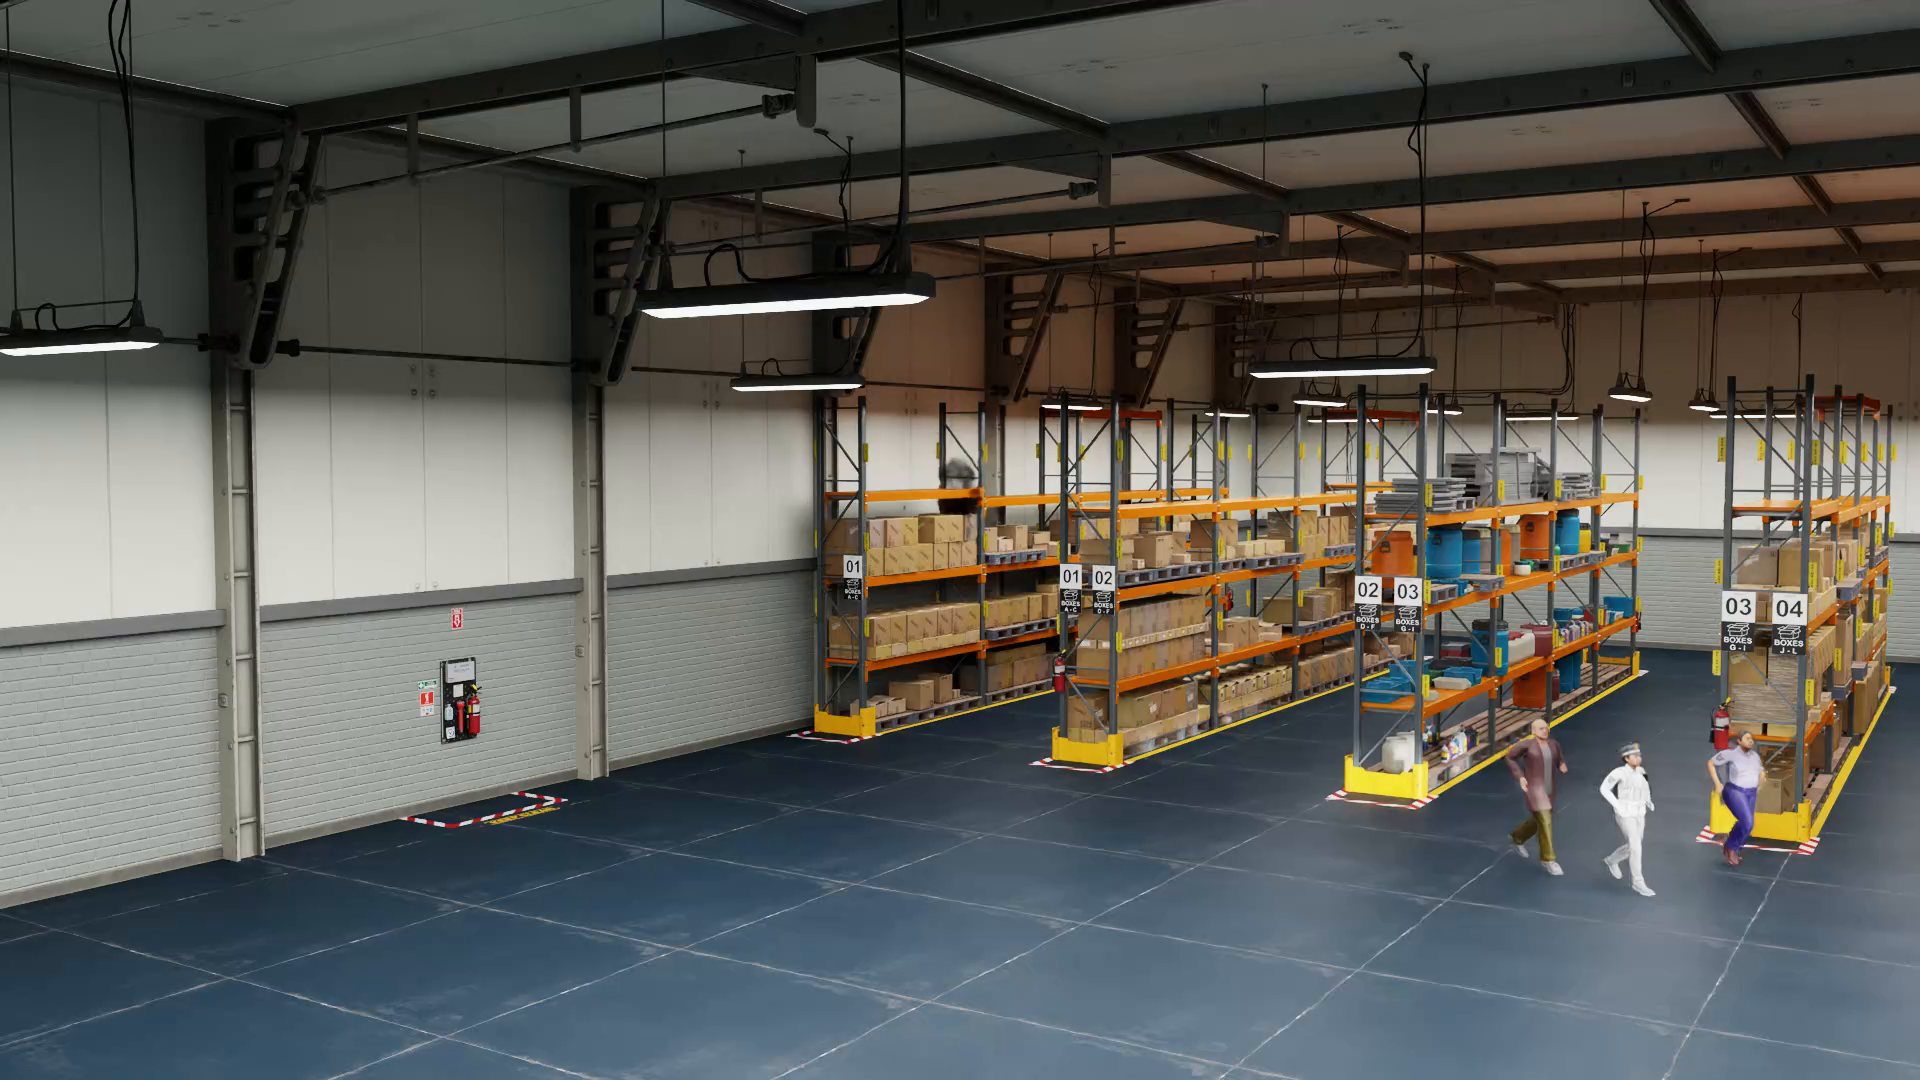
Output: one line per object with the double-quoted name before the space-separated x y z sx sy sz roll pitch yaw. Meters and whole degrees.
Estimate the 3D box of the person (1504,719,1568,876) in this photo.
"person" 6.997 3.053 20.098 0.686 1.804 0.988 -1 3 -22

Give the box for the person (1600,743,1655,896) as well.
"person" 7.660 3.160 19.068 0.623 1.699 0.775 -1 3 -25

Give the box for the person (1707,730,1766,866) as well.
"person" 9.508 3.129 20.179 0.601 1.644 0.634 -1 3 -20
